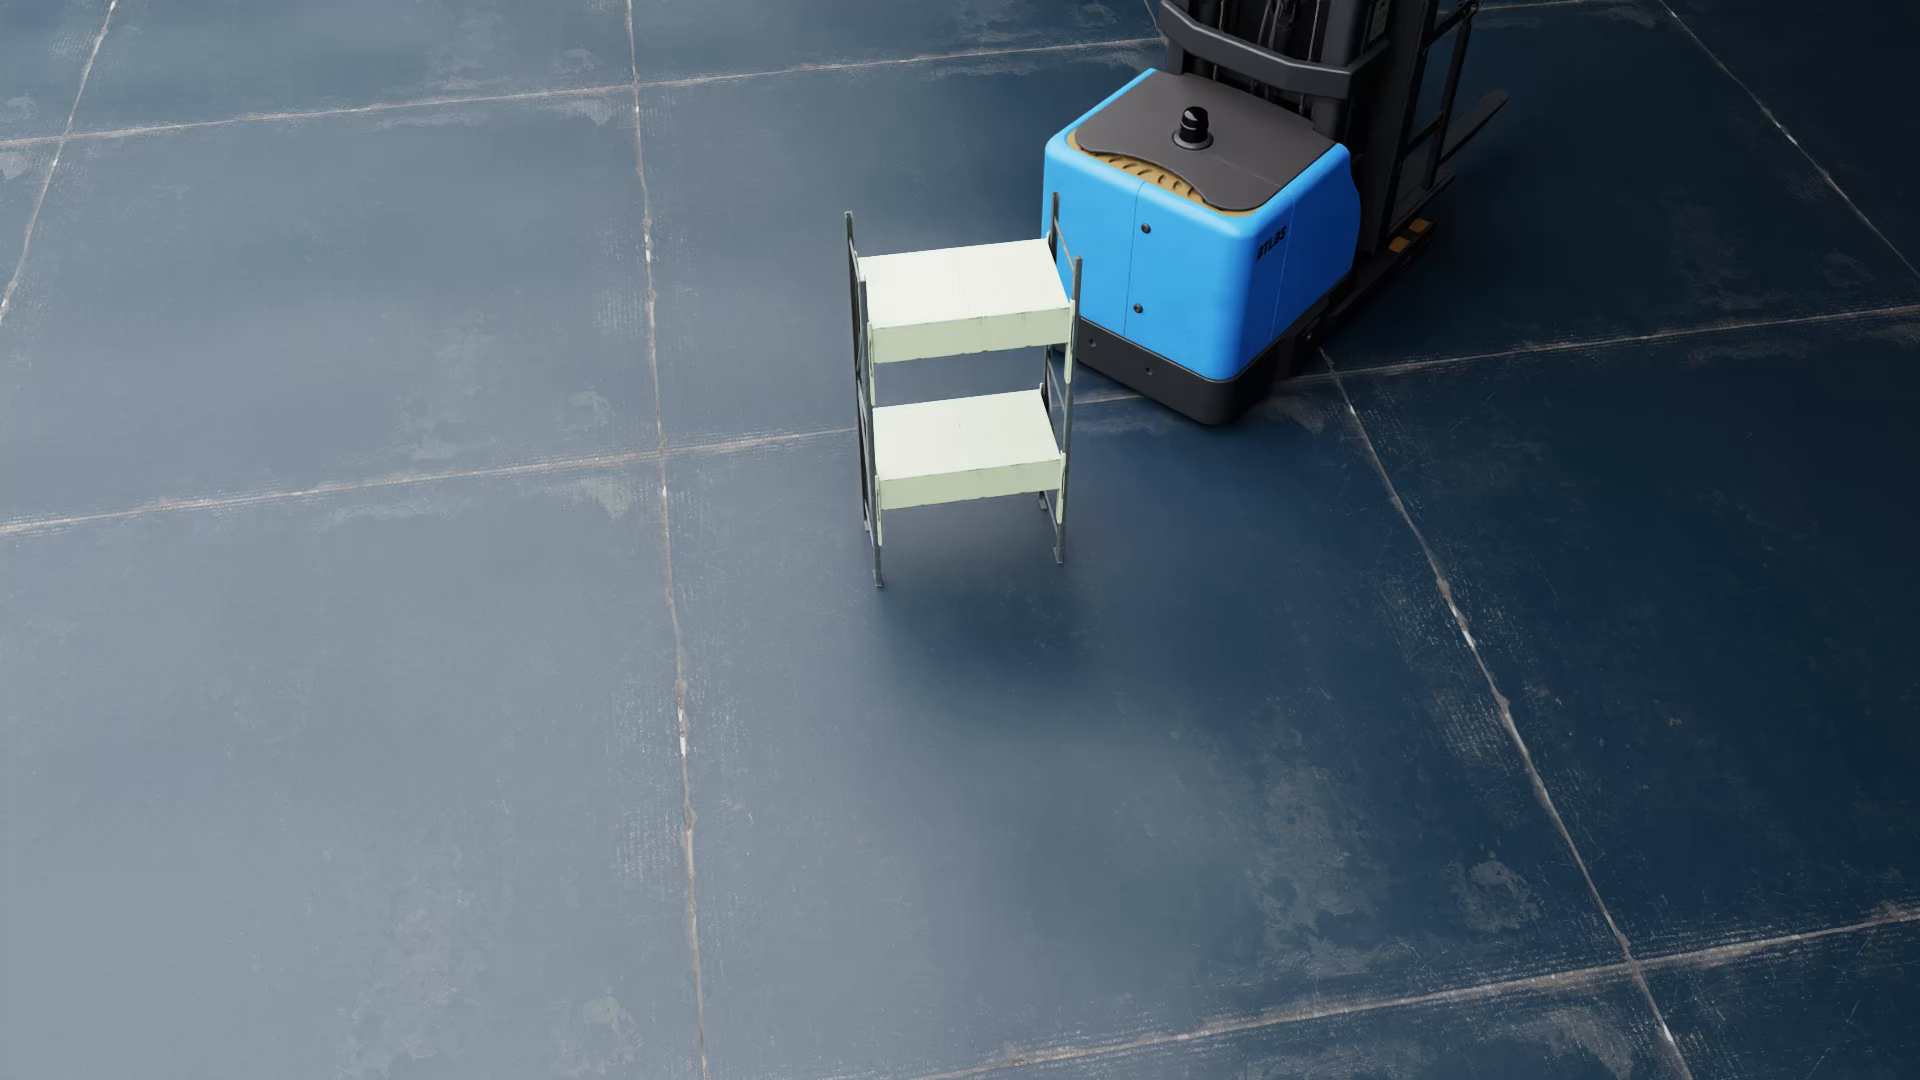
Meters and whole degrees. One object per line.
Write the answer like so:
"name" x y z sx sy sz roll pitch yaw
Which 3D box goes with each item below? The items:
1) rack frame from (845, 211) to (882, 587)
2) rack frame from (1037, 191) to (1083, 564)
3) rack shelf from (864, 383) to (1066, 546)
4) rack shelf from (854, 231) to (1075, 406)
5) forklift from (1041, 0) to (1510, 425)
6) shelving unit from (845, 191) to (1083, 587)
"rack frame" -0.354 -0.476 6.167 0.023 1.500 0.400 -7 46 -7
"rack frame" 0.367 -0.566 6.254 0.023 1.500 0.400 -7 46 -7
"rack shelf" 0.007 -0.295 6.445 0.720 0.370 0.431 -7 46 -7
"rack shelf" 0.007 -0.792 5.930 0.720 0.370 0.431 -7 46 -7
"forklift" 1.658 -2.511 7.134 1.130 2.935 3.031 31 53 26
"shelving unit" 0.007 -0.521 6.211 0.755 1.500 0.431 -7 46 -7
